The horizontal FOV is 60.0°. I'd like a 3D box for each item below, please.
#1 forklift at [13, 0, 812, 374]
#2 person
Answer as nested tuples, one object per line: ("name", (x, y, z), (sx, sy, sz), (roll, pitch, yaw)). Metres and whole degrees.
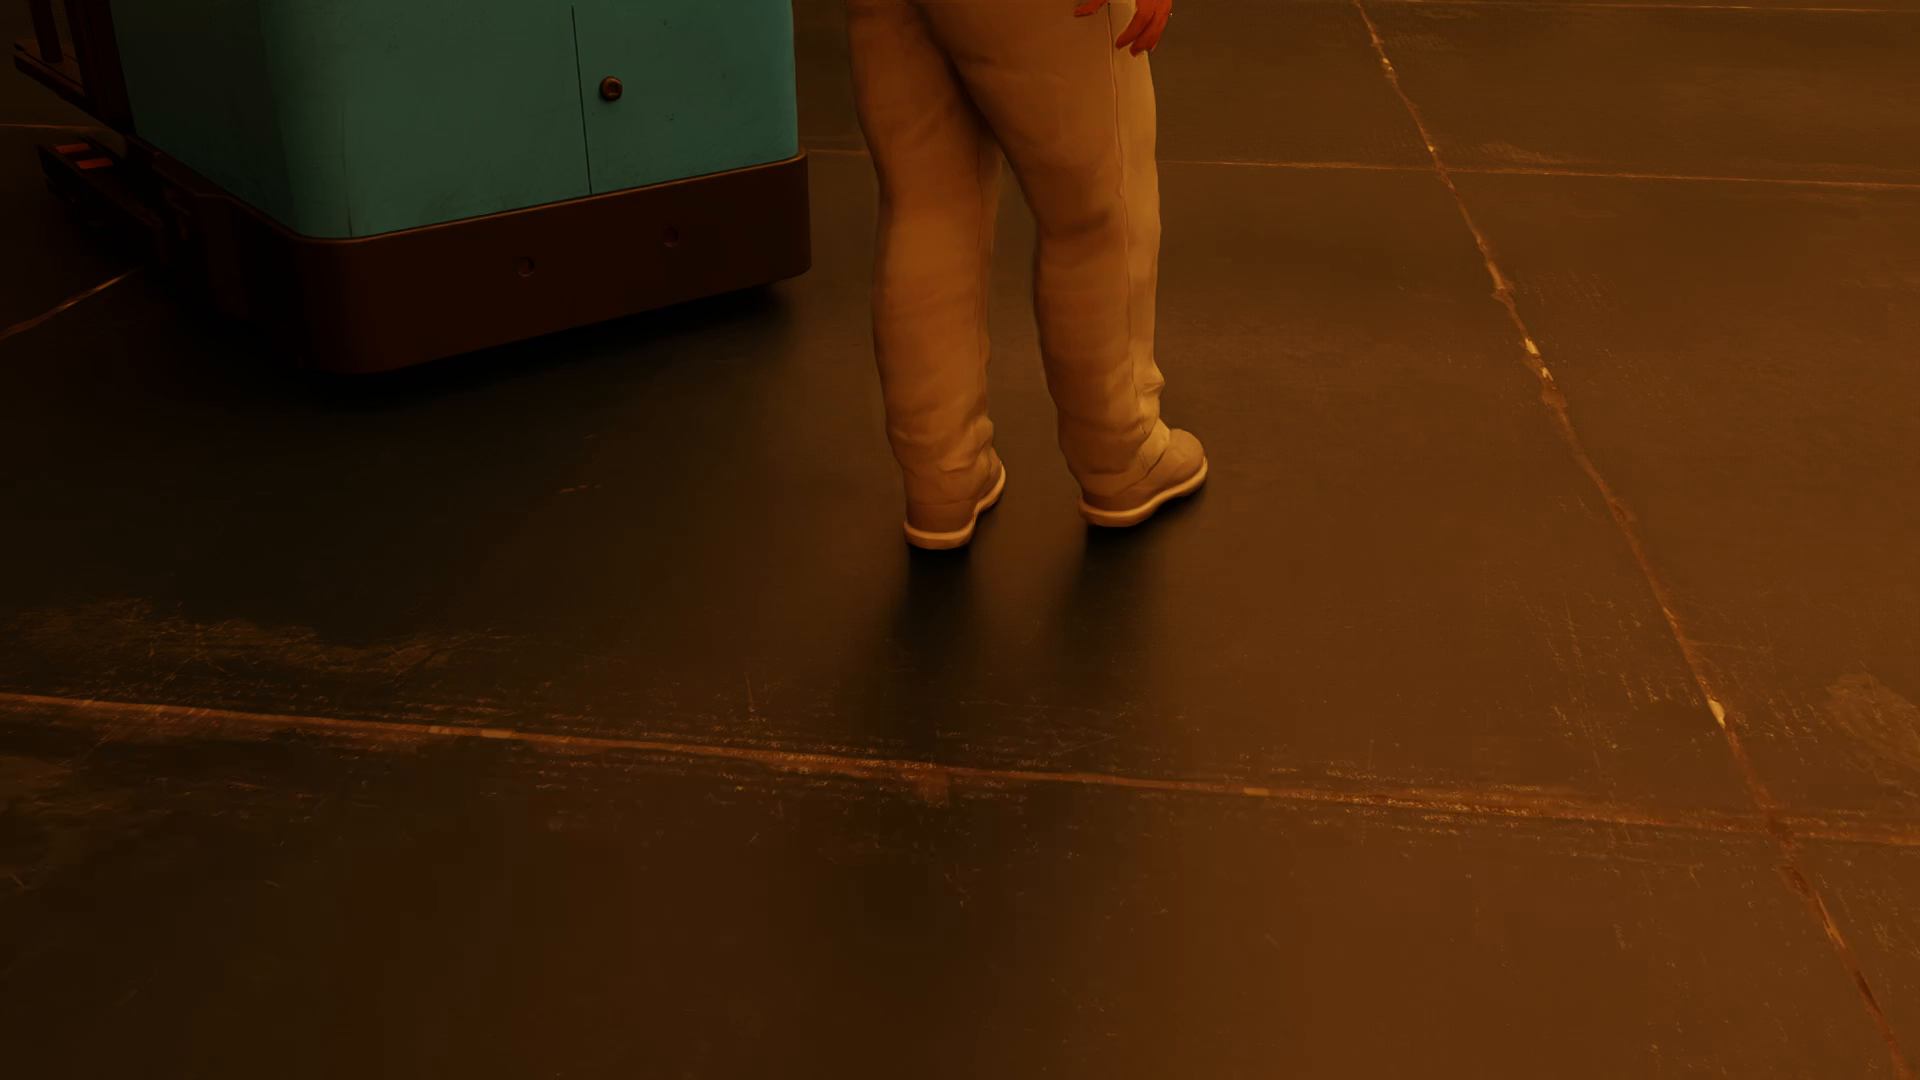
("forklift", (-1.632, -2.189, 3.606), (1.130, 2.935, 3.031), (-20, 33, -34))
("person", (0.107, -0.841, 2.192), (0.644, 1.773, 0.648), (-21, 33, -36))
